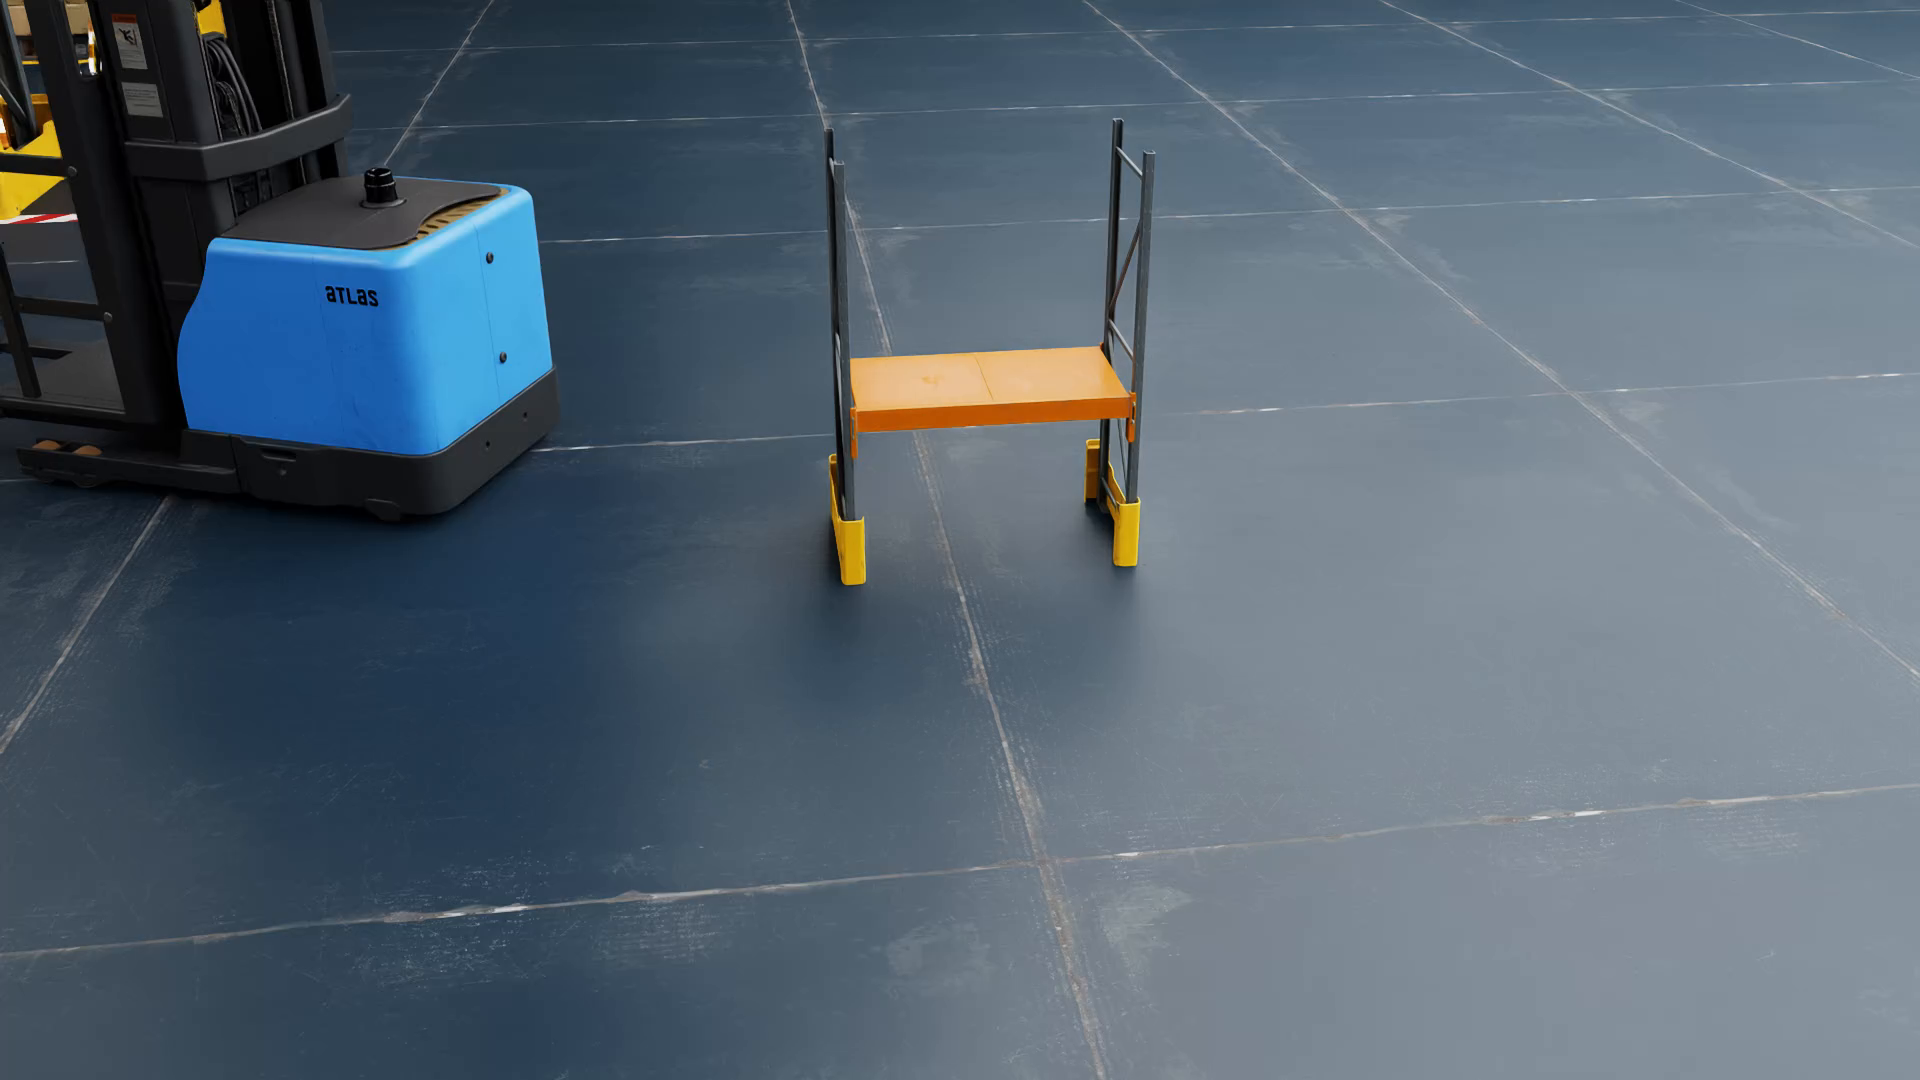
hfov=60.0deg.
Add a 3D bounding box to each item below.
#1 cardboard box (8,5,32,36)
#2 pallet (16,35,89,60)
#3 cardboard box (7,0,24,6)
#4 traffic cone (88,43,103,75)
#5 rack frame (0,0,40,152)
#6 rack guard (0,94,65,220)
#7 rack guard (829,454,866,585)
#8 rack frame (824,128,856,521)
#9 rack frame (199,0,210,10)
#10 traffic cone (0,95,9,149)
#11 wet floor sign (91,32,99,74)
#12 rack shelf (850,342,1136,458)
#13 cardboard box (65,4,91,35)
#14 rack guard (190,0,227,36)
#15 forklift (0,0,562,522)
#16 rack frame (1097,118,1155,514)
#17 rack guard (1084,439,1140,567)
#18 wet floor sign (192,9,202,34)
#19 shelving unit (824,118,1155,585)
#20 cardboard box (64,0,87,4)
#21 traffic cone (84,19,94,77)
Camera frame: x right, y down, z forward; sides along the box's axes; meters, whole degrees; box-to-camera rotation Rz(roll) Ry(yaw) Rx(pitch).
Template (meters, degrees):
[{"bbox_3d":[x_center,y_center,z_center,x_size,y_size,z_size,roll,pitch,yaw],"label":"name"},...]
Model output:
[{"bbox_3d":[-8.044,-4.507,14.300,0.500,0.250,0.500,-4,27,-7],"label":"cardboard box"},{"bbox_3d":[-7.652,-4.465,14.720,1.213,0.211,1.003,-4,27,-7],"label":"pallet"},{"bbox_3d":[-8.040,-4.840,14.127,0.500,0.500,0.500,-3,27,-5],"label":"cardboard box"},{"bbox_3d":[-6.522,-3.527,12.616,0.334,0.463,0.336,-4,27,-7],"label":"traffic cone"},{"bbox_3d":[-5.977,-3.515,9.814,0.127,3.000,1.000,-4,27,-7],"label":"rack frame"},{"bbox_3d":[-5.953,-2.404,10.388,0.348,0.500,1.175,-4,27,-7],"label":"rack guard"},{"bbox_3d":[-0.418,-0.084,6.141,0.087,0.250,0.587,-4,27,-7],"label":"rack guard"},{"bbox_3d":[-0.419,-0.640,5.855,0.032,1.500,0.500,-4,27,-7],"label":"rack frame"},{"bbox_3d":[-6.767,-5.746,14.163,0.127,3.000,1.000,-4,27,-7],"label":"rack frame"},{"bbox_3d":[-6.701,-2.994,11.579,0.334,0.463,0.336,-4,27,-7],"label":"traffic cone"},{"bbox_3d":[-6.224,-3.364,12.100,0.232,0.644,0.267,-8,28,-16],"label":"wet floor sign"},{"bbox_3d":[0.084,-0.513,6.000,1.000,0.185,0.538,-4,27,-7],"label":"rack shelf"},{"bbox_3d":[-7.554,-4.535,14.354,0.500,0.250,0.500,-4,27,-7],"label":"cardboard box"},{"bbox_3d":[-6.842,-4.629,14.724,0.348,0.500,1.175,-4,27,-7],"label":"rack guard"},{"bbox_3d":[-3.272,-1.734,6.420,3.031,2.935,1.130,7,28,13],"label":"forklift"},{"bbox_3d":[0.588,-0.705,5.981,0.032,1.500,0.500,-4,27,-7],"label":"rack frame"},{"bbox_3d":[0.569,-0.148,6.264,0.087,0.250,0.587,-4,27,-7],"label":"rack guard"},{"bbox_3d":[-6.430,-4.227,13.781,0.232,0.644,0.267,6,28,11],"label":"wet floor sign"},{"bbox_3d":[0.075,-0.672,5.917,1.083,1.500,0.587,-4,27,-7],"label":"shelving unit"},{"bbox_3d":[-7.524,-4.874,14.194,0.500,0.500,0.500,-4,27,-7],"label":"cardboard box"},{"bbox_3d":[-7.013,-4.007,13.552,0.334,0.463,0.336,-4,27,-7],"label":"traffic cone"}]
